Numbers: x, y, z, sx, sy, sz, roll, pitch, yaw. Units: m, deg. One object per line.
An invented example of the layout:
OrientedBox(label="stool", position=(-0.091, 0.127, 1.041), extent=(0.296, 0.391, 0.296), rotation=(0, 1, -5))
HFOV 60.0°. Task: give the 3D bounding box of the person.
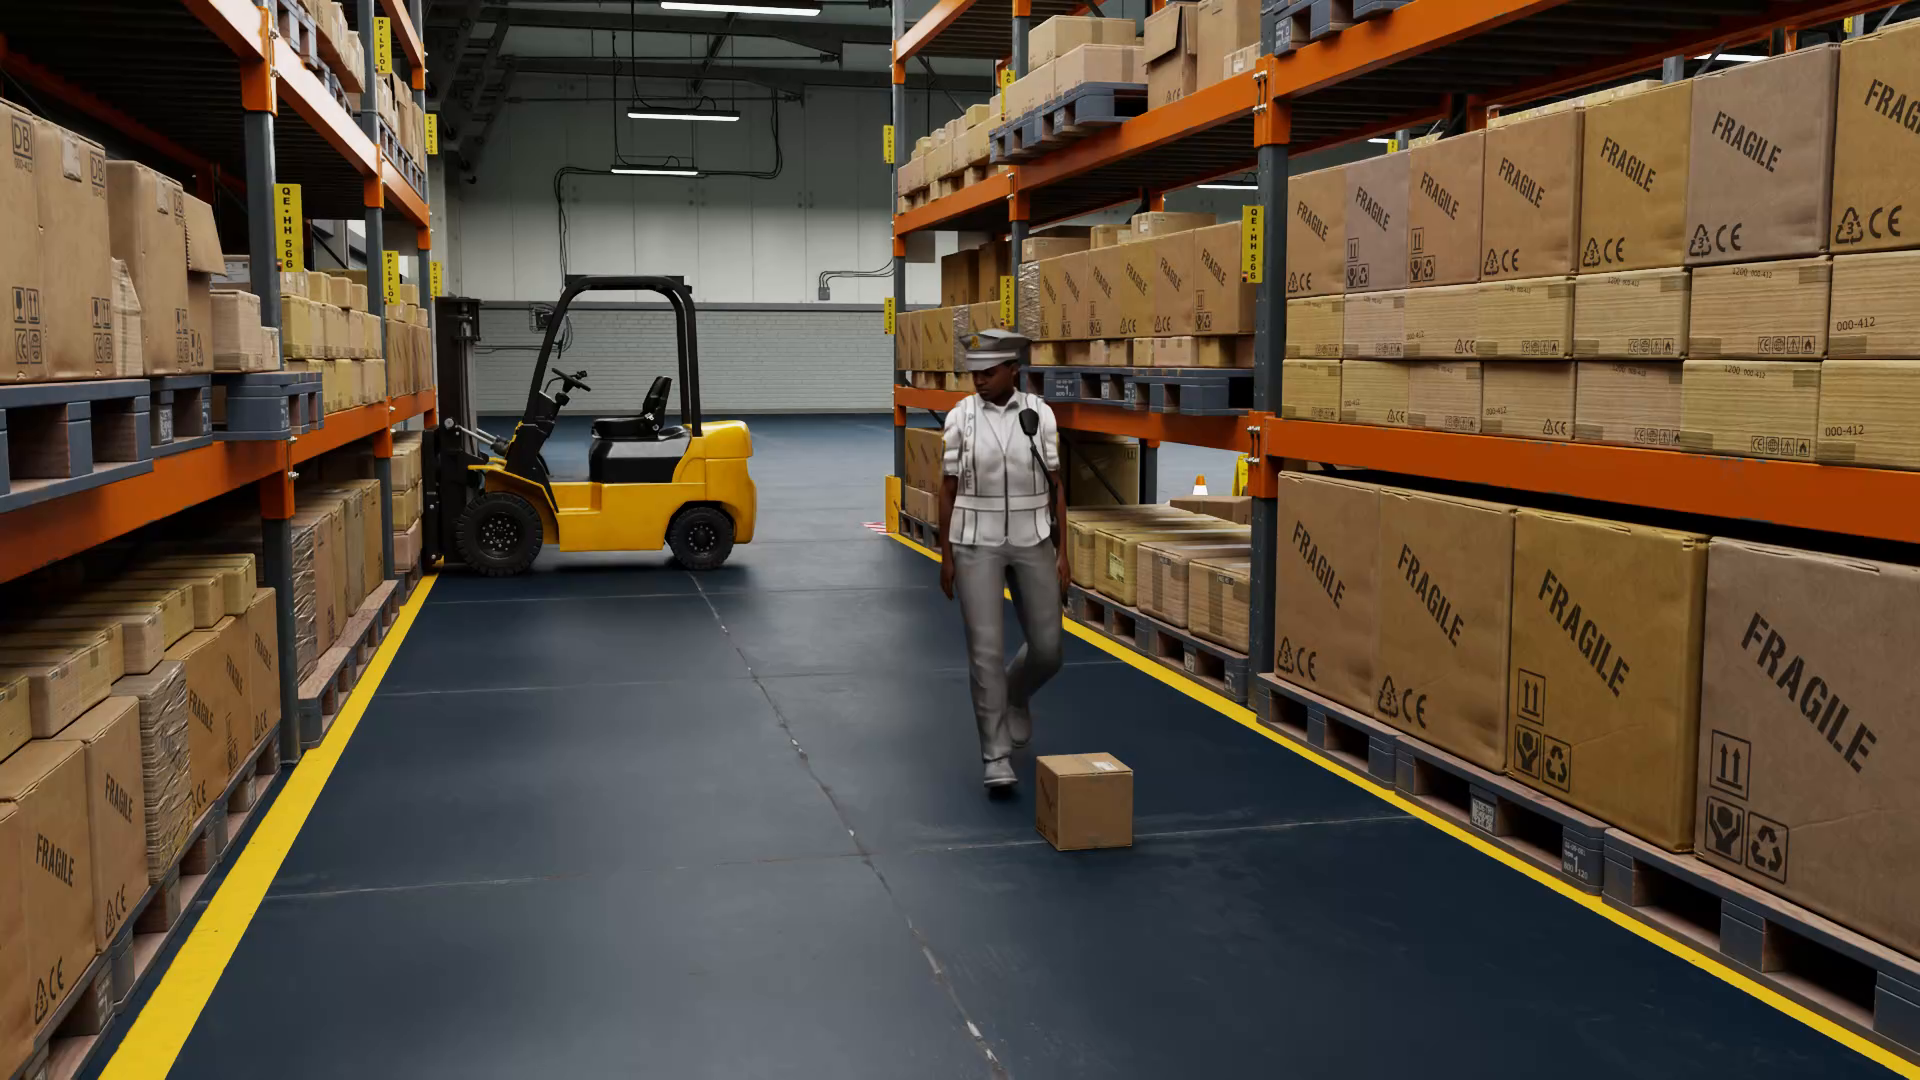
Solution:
OrientedBox(label="person", position=(0.165, 0.050, 6.134), extent=(0.486, 1.640, 0.734), rotation=(-1, 6, -6))
